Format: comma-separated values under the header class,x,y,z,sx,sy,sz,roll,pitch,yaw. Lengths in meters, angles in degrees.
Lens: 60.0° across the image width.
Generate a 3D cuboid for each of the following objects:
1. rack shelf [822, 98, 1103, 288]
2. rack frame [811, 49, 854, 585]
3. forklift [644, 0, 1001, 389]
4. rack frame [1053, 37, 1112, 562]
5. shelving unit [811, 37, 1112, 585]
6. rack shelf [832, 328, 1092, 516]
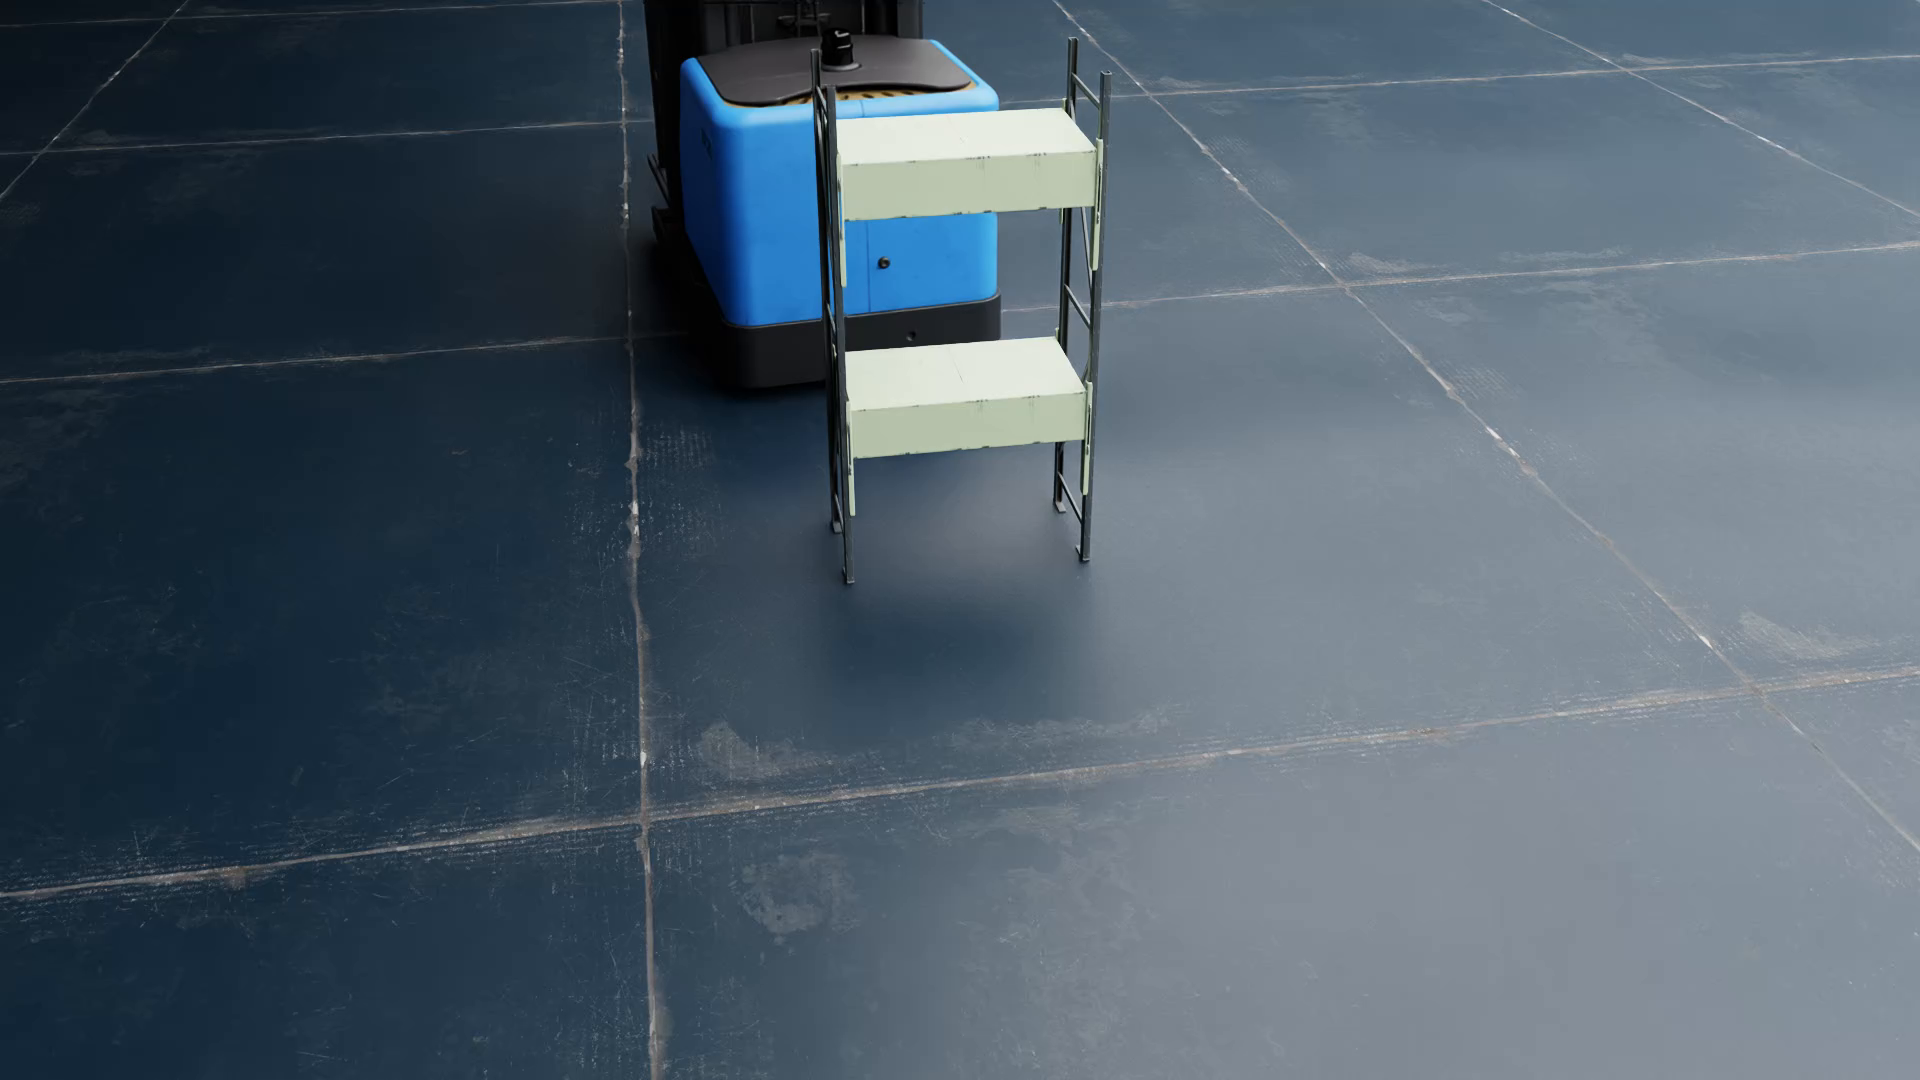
class,x,y,z,sx,sy,sz,roll,pitch,yaw
rack shelf,-0.007,-0.982,4.671,0.720,0.370,0.431,-5,31,-9
rack frame,-0.367,-0.612,4.812,0.023,1.500,0.400,-5,31,-9
forklift,-0.758,-2.549,6.693,1.130,2.935,3.031,-9,32,-14
rack frame,0.353,-0.679,4.926,0.023,1.500,0.400,-5,31,-9
shelving unit,-0.007,-0.646,4.869,0.755,1.500,0.431,-5,31,-9
rack shelf,-0.007,-0.365,5.034,0.720,0.370,0.431,-5,31,-9
